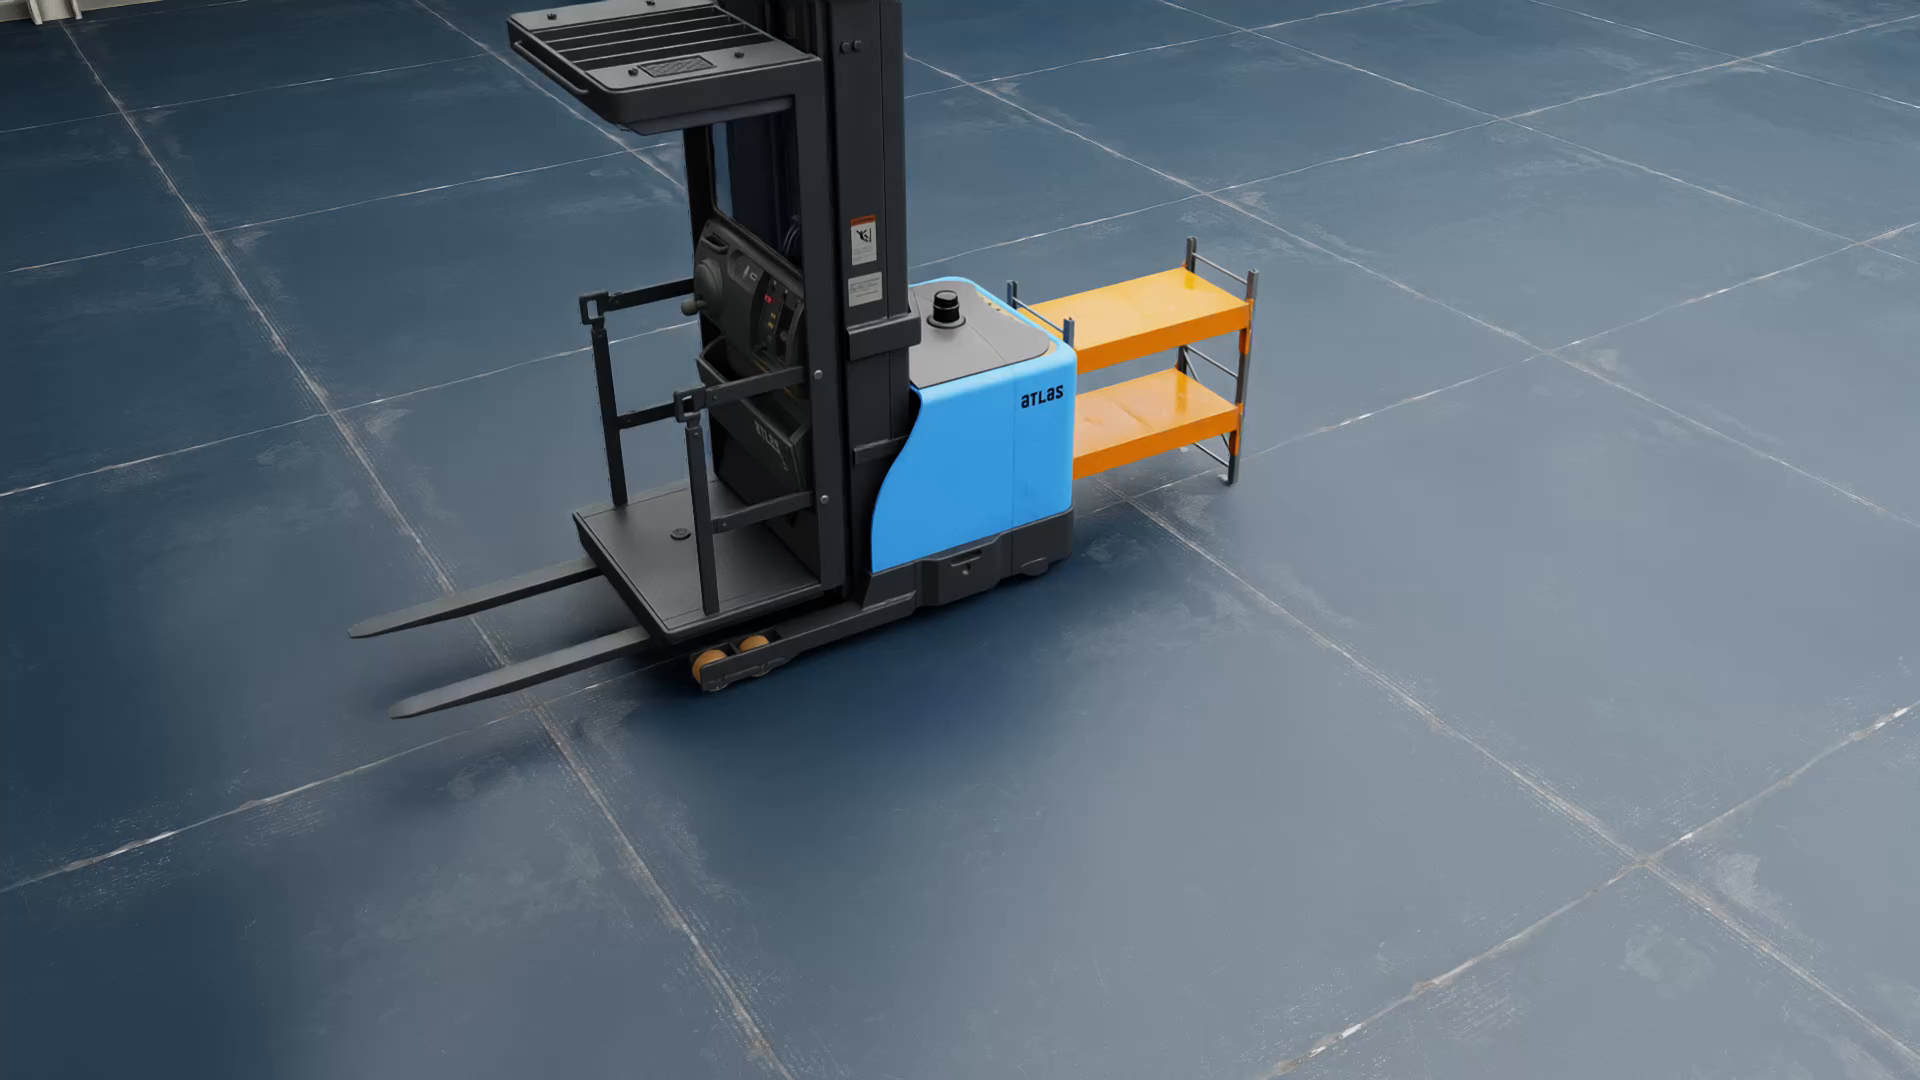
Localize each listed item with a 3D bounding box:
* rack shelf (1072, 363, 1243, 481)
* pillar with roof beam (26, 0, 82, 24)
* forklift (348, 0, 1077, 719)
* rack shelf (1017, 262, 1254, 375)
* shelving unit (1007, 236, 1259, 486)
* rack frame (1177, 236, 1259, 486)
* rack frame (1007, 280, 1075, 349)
[{"bbox_3d":[0.789,-0.513,7.967,1.000,0.278,0.538,-18,36,-26],"label":"rack shelf"},{"bbox_3d":[-6.056,-6.726,9.978,0.400,9.000,9.100,-19,37,-27],"label":"pillar with roof beam"},{"bbox_3d":[-1.017,-0.946,6.503,3.031,2.935,1.130,-18,36,-26],"label":"forklift"},{"bbox_3d":[0.789,-0.967,7.680,1.000,0.278,0.538,-18,36,-26],"label":"rack shelf"},{"bbox_3d":[0.789,-0.719,7.836,1.048,1.125,0.538,-18,36,-26],"label":"shelving unit"},{"bbox_3d":[1.224,-0.859,8.058,0.032,1.125,0.500,-18,36,-26],"label":"rack frame"},{"bbox_3d":[0.353,-0.580,7.615,0.032,1.125,0.500,-18,36,-26],"label":"rack frame"}]
